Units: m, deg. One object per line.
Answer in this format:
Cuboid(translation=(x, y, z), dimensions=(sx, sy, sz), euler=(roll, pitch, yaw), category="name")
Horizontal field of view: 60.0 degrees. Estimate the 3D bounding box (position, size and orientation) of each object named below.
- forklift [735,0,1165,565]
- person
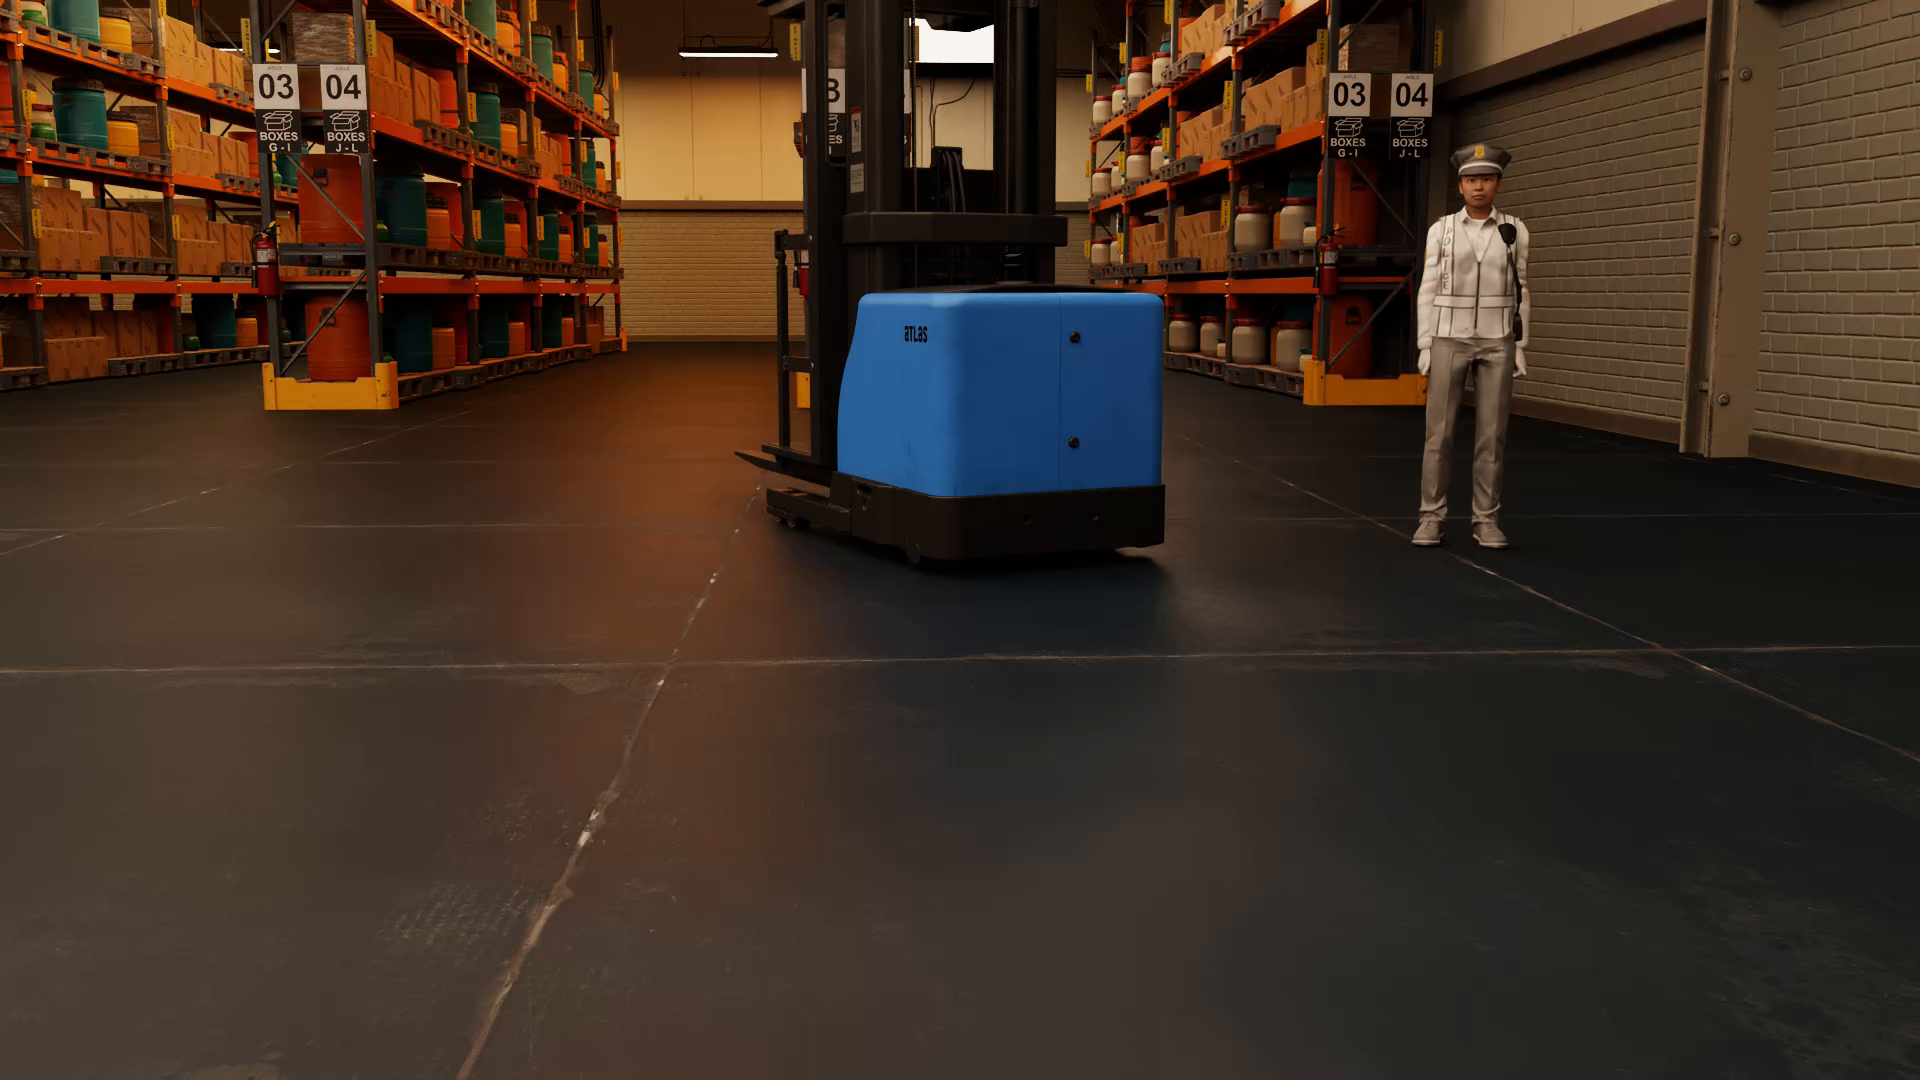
Cuboid(translation=(-0.264, -1.530, 7.637), dimensions=(1.130, 2.935, 3.031), euler=(-4, 9, -25), category="forklift")
Cuboid(translation=(2.183, -0.818, 7.076), dimensions=(0.464, 1.691, 0.337), euler=(2, 9, 11), category="person")
